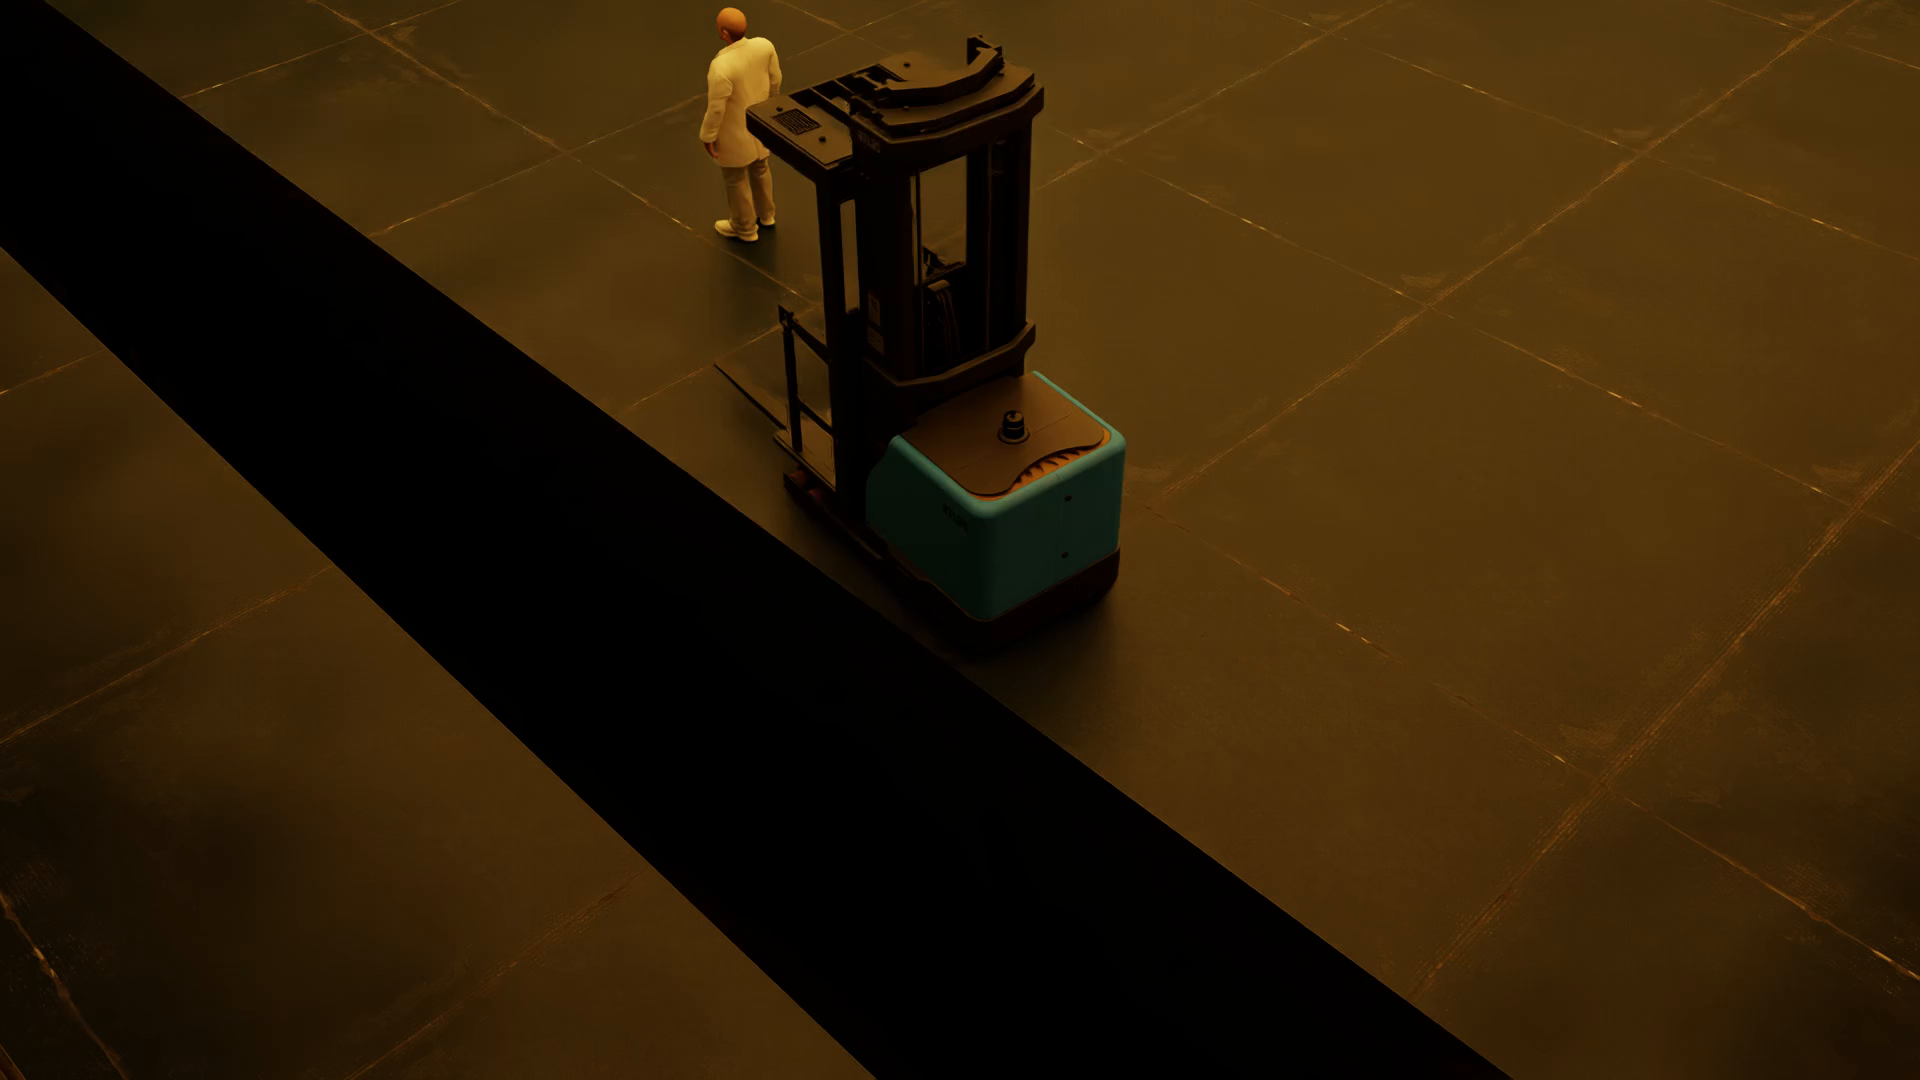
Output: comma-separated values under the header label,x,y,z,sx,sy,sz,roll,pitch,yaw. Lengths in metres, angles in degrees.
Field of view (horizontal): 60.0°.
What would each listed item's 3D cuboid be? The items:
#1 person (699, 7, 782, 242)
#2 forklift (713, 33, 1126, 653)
label,x,y,z,sx,sy,sz,roll,pitch,yaw
person,-1.588,-2.925,11.646,0.553,1.785,0.689,33,51,31
forklift,-0.404,-1.415,9.131,1.130,2.935,3.031,-27,49,-27
